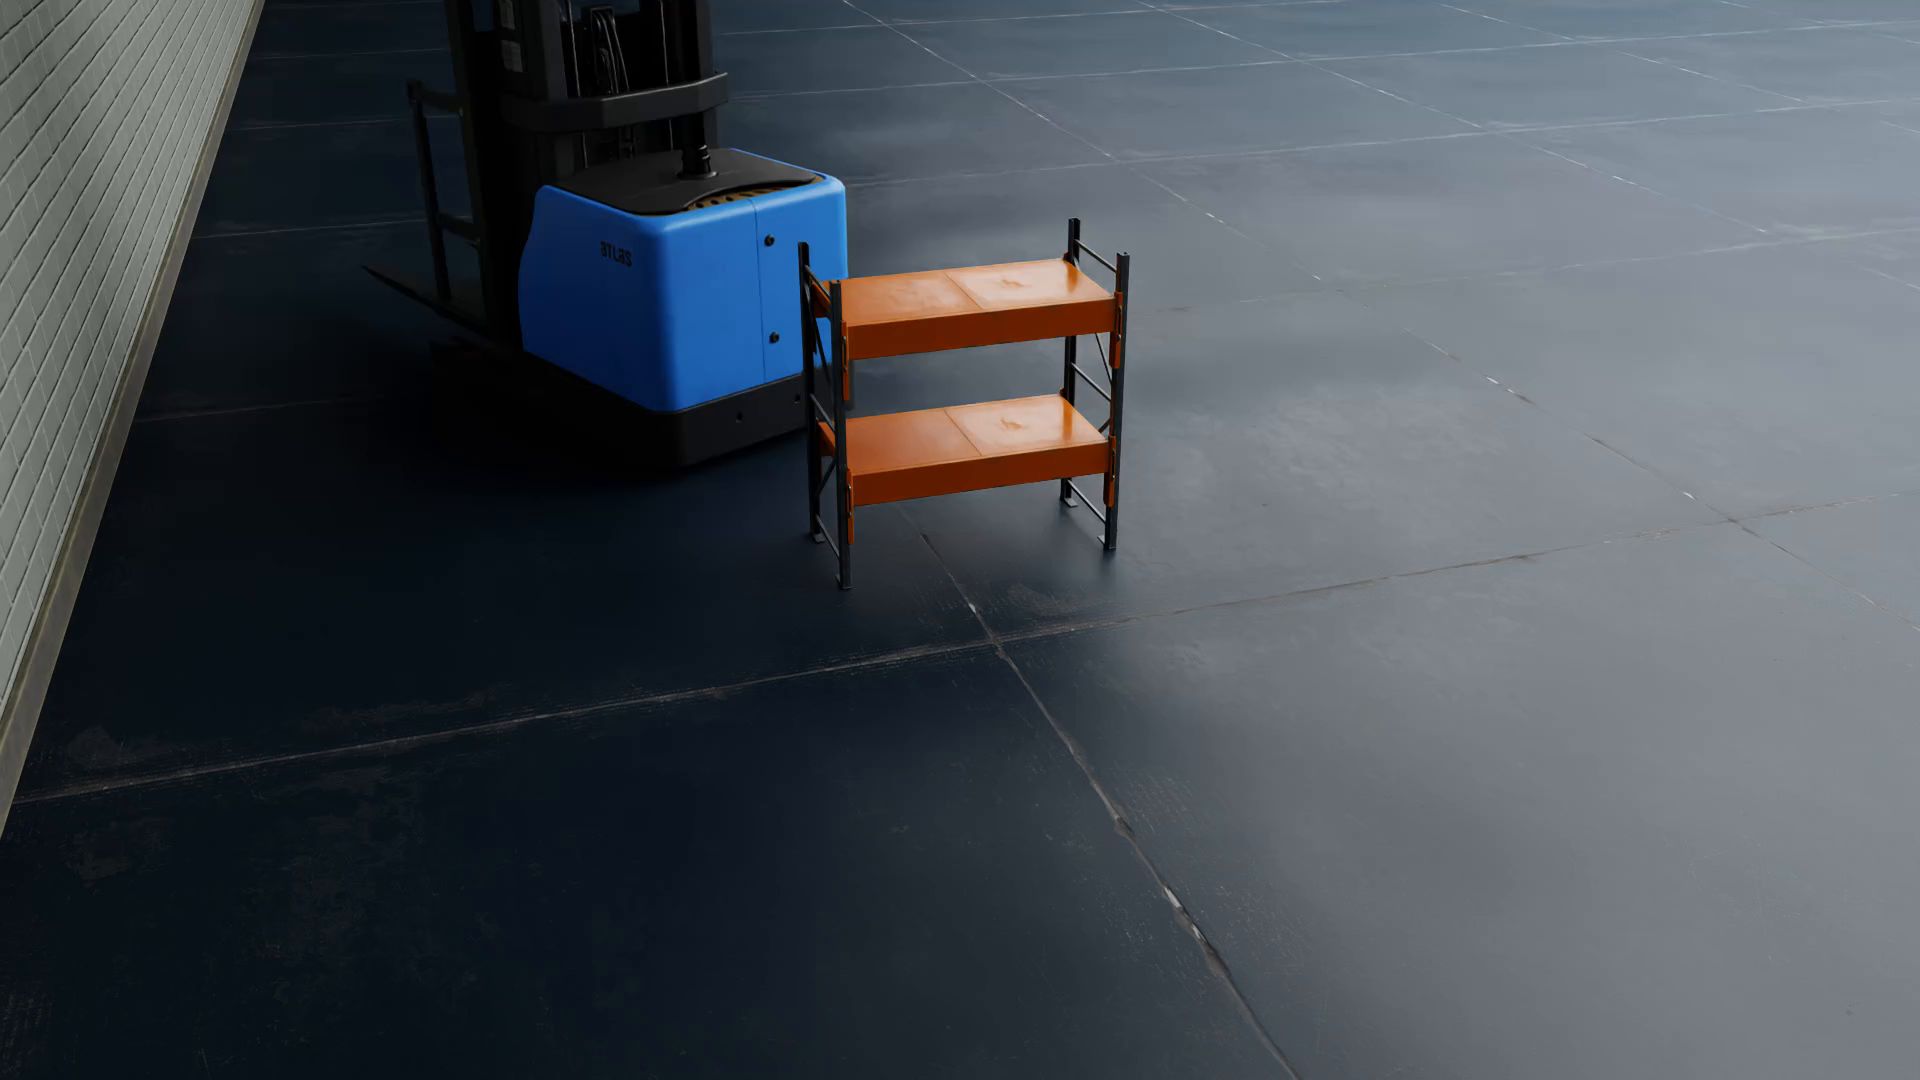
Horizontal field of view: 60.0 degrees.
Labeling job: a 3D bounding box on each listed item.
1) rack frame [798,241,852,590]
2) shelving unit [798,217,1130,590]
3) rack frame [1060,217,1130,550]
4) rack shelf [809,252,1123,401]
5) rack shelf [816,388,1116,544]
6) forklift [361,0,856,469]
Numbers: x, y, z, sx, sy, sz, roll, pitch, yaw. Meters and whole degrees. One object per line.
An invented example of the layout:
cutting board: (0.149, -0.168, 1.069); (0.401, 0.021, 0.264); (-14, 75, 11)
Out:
rack frame: (-0.477, -0.435, 5.861); (0.032, 1.125, 0.500); (-8, 28, -16)
shelving unit: (0.006, -0.505, 6.002); (1.048, 1.125, 0.538); (-8, 28, -16)
rack frame: (0.490, -0.575, 6.143); (0.032, 1.125, 0.500); (-8, 28, -16)
rack shelf: (0.006, -0.767, 5.872); (1.000, 0.278, 0.538); (-8, 28, -16)
rack shelf: (0.006, -0.286, 6.110); (1.000, 0.278, 0.538); (-8, 28, -16)
forklift: (-1.832, -2.162, 7.310); (1.130, 2.935, 3.031); (-23, 34, -38)
